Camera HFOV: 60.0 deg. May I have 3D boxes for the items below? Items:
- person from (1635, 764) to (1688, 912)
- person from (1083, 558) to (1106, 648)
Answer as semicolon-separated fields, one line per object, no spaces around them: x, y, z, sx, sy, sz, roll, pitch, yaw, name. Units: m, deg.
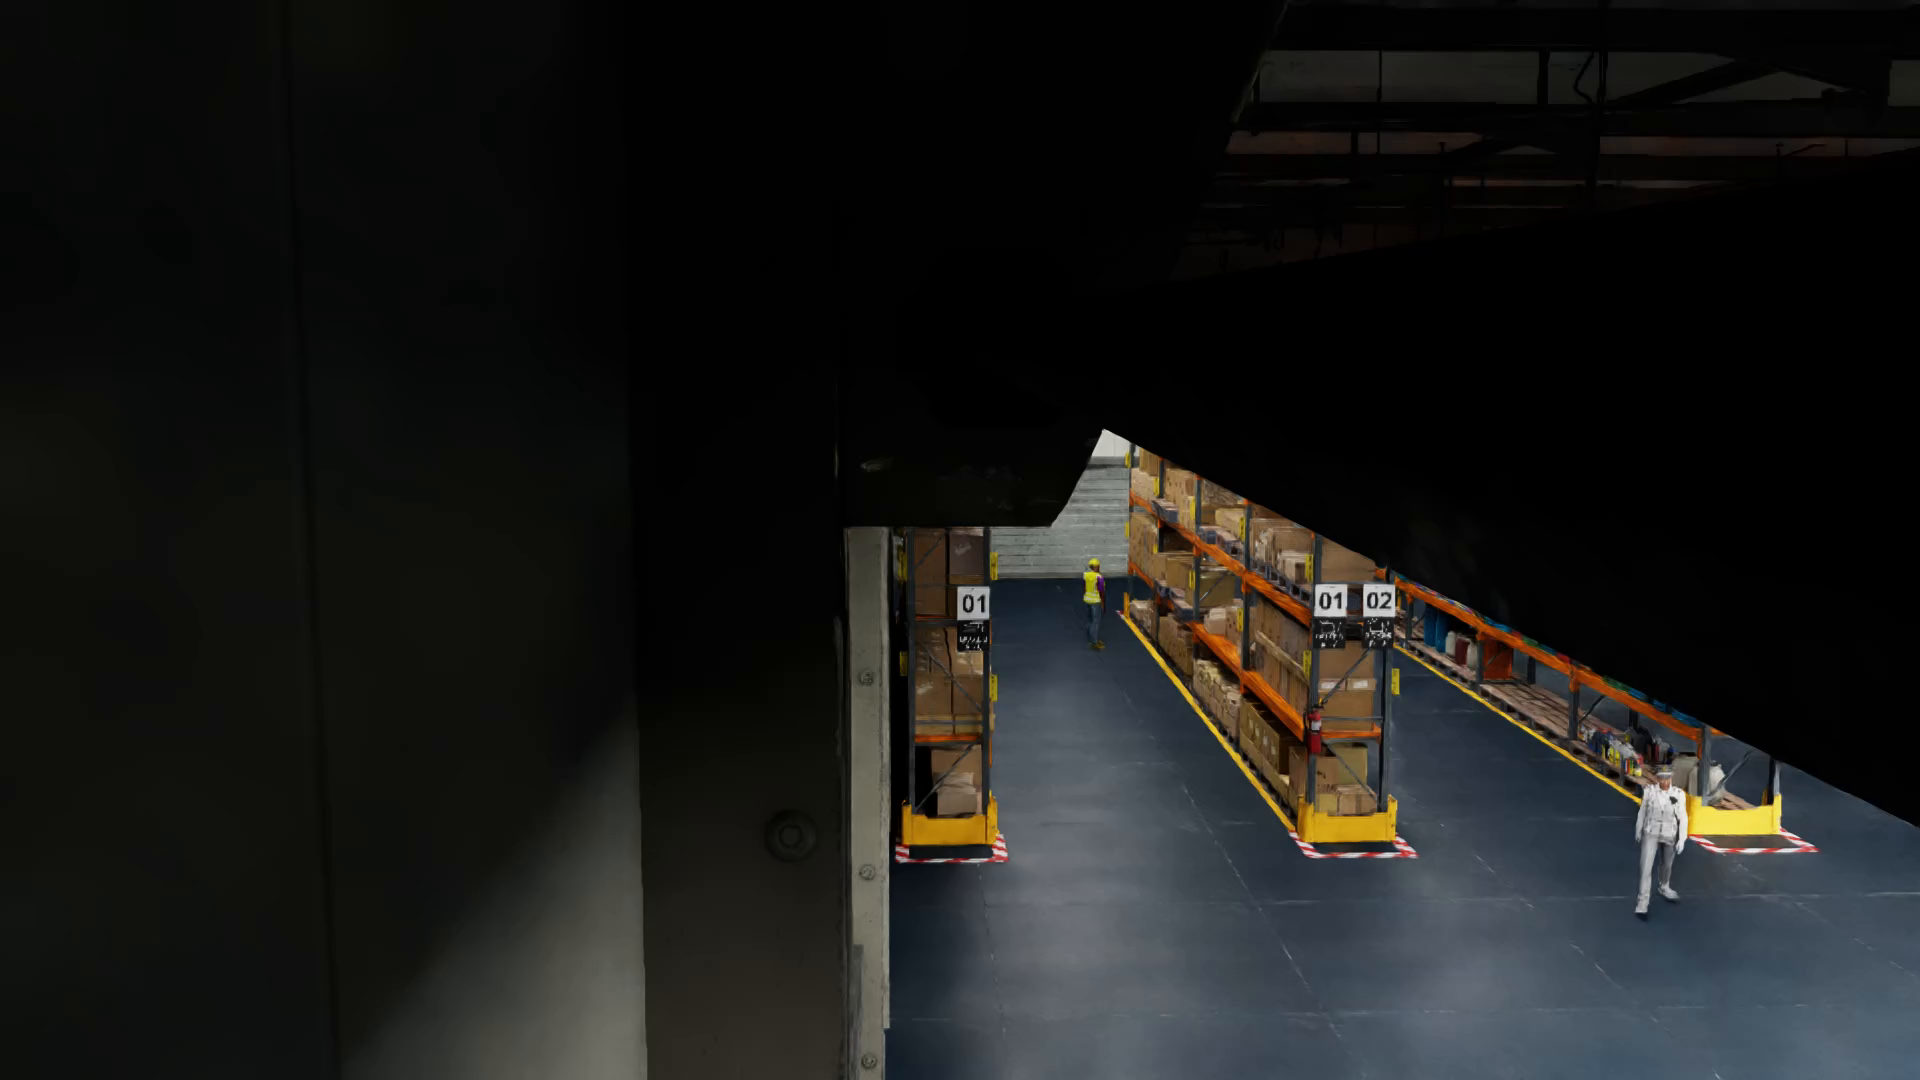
7.649;3.210;18.134;0.521;1.624;0.924;3;8;21;person
2.692;1.230;32.883;0.452;1.768;0.632;-5;9;-33;person
